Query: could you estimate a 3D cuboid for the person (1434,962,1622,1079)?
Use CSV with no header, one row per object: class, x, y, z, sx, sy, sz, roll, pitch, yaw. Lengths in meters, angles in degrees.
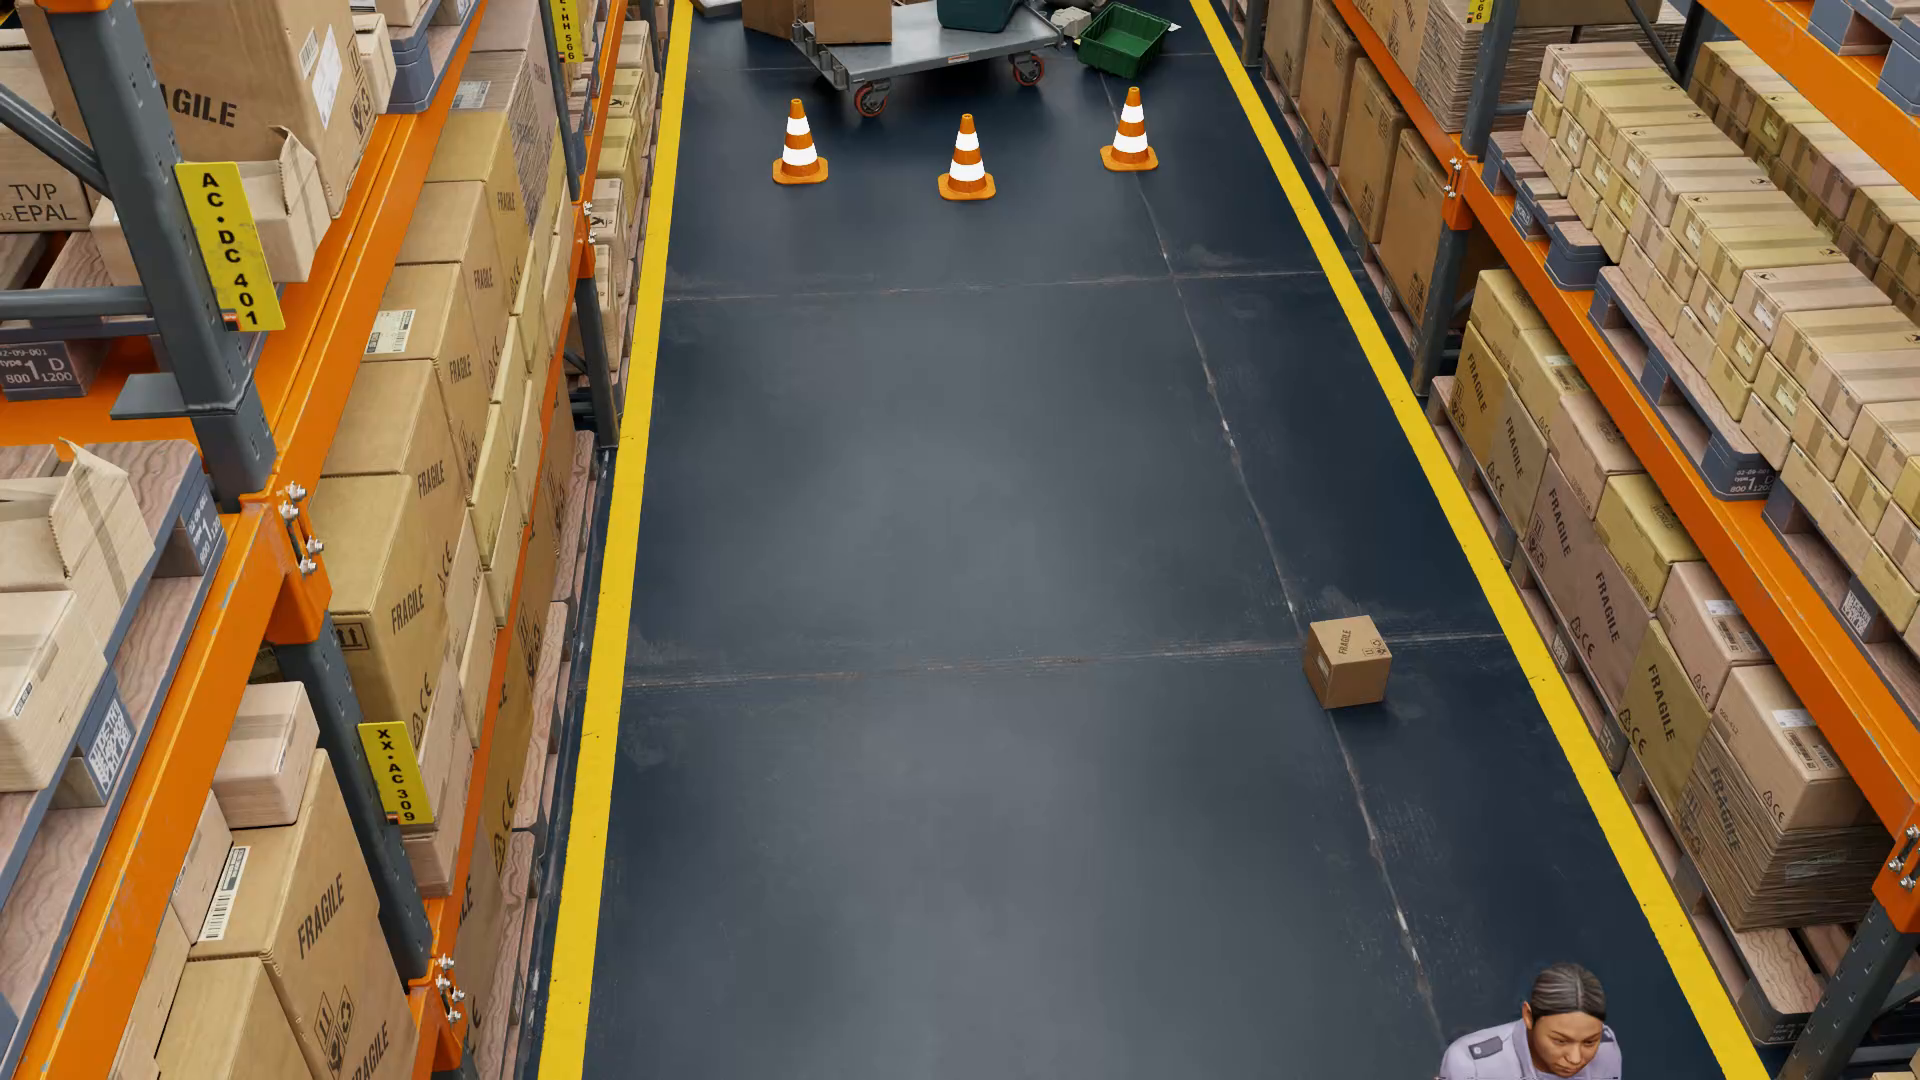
person,1.339,1.595,4.211,0.473,1.615,0.800,-3,39,-4
